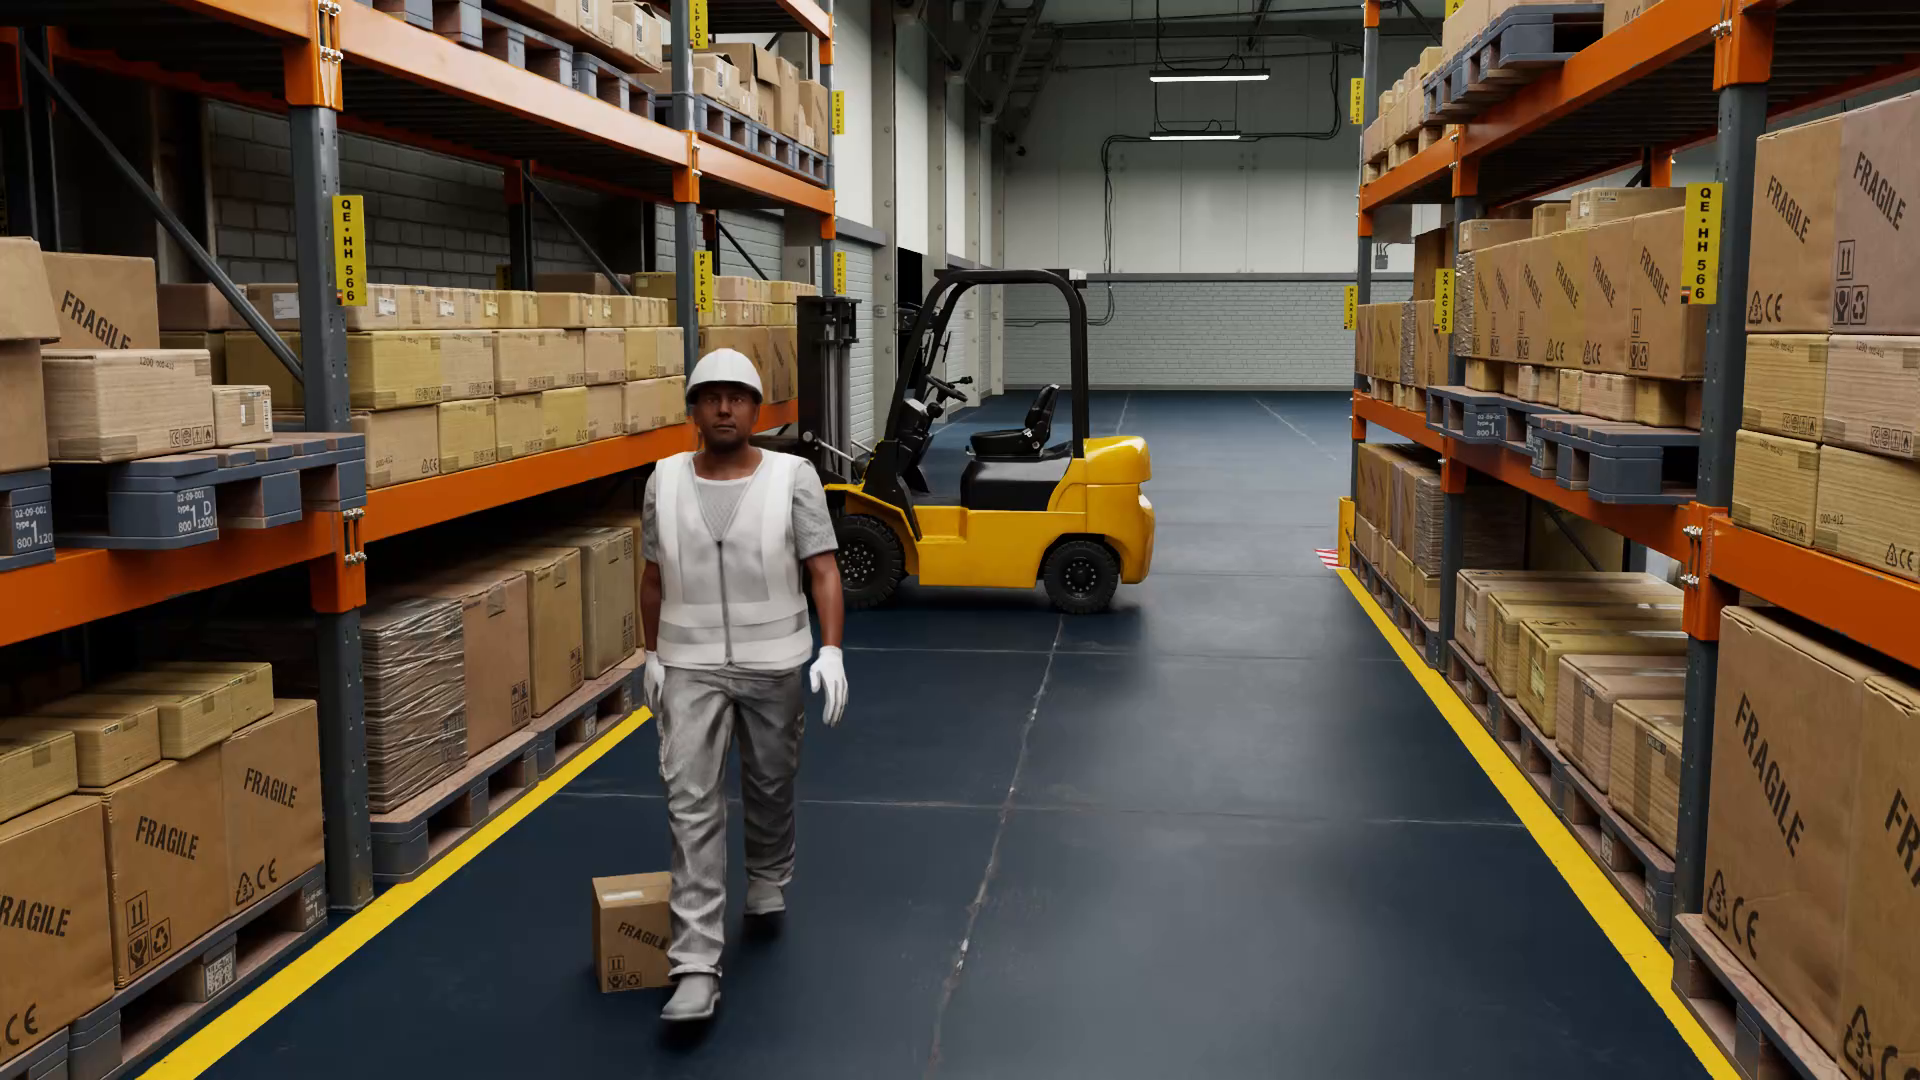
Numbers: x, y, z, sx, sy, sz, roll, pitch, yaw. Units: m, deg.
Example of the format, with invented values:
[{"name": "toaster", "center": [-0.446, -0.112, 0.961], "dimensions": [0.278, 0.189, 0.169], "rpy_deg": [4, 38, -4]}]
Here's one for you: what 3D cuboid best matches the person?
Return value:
[{"name": "person", "center": [-0.603, 0.346, 4.581], "dimensions": [0.589, 1.734, 1.061], "rpy_deg": [-1, 8, -4]}]
